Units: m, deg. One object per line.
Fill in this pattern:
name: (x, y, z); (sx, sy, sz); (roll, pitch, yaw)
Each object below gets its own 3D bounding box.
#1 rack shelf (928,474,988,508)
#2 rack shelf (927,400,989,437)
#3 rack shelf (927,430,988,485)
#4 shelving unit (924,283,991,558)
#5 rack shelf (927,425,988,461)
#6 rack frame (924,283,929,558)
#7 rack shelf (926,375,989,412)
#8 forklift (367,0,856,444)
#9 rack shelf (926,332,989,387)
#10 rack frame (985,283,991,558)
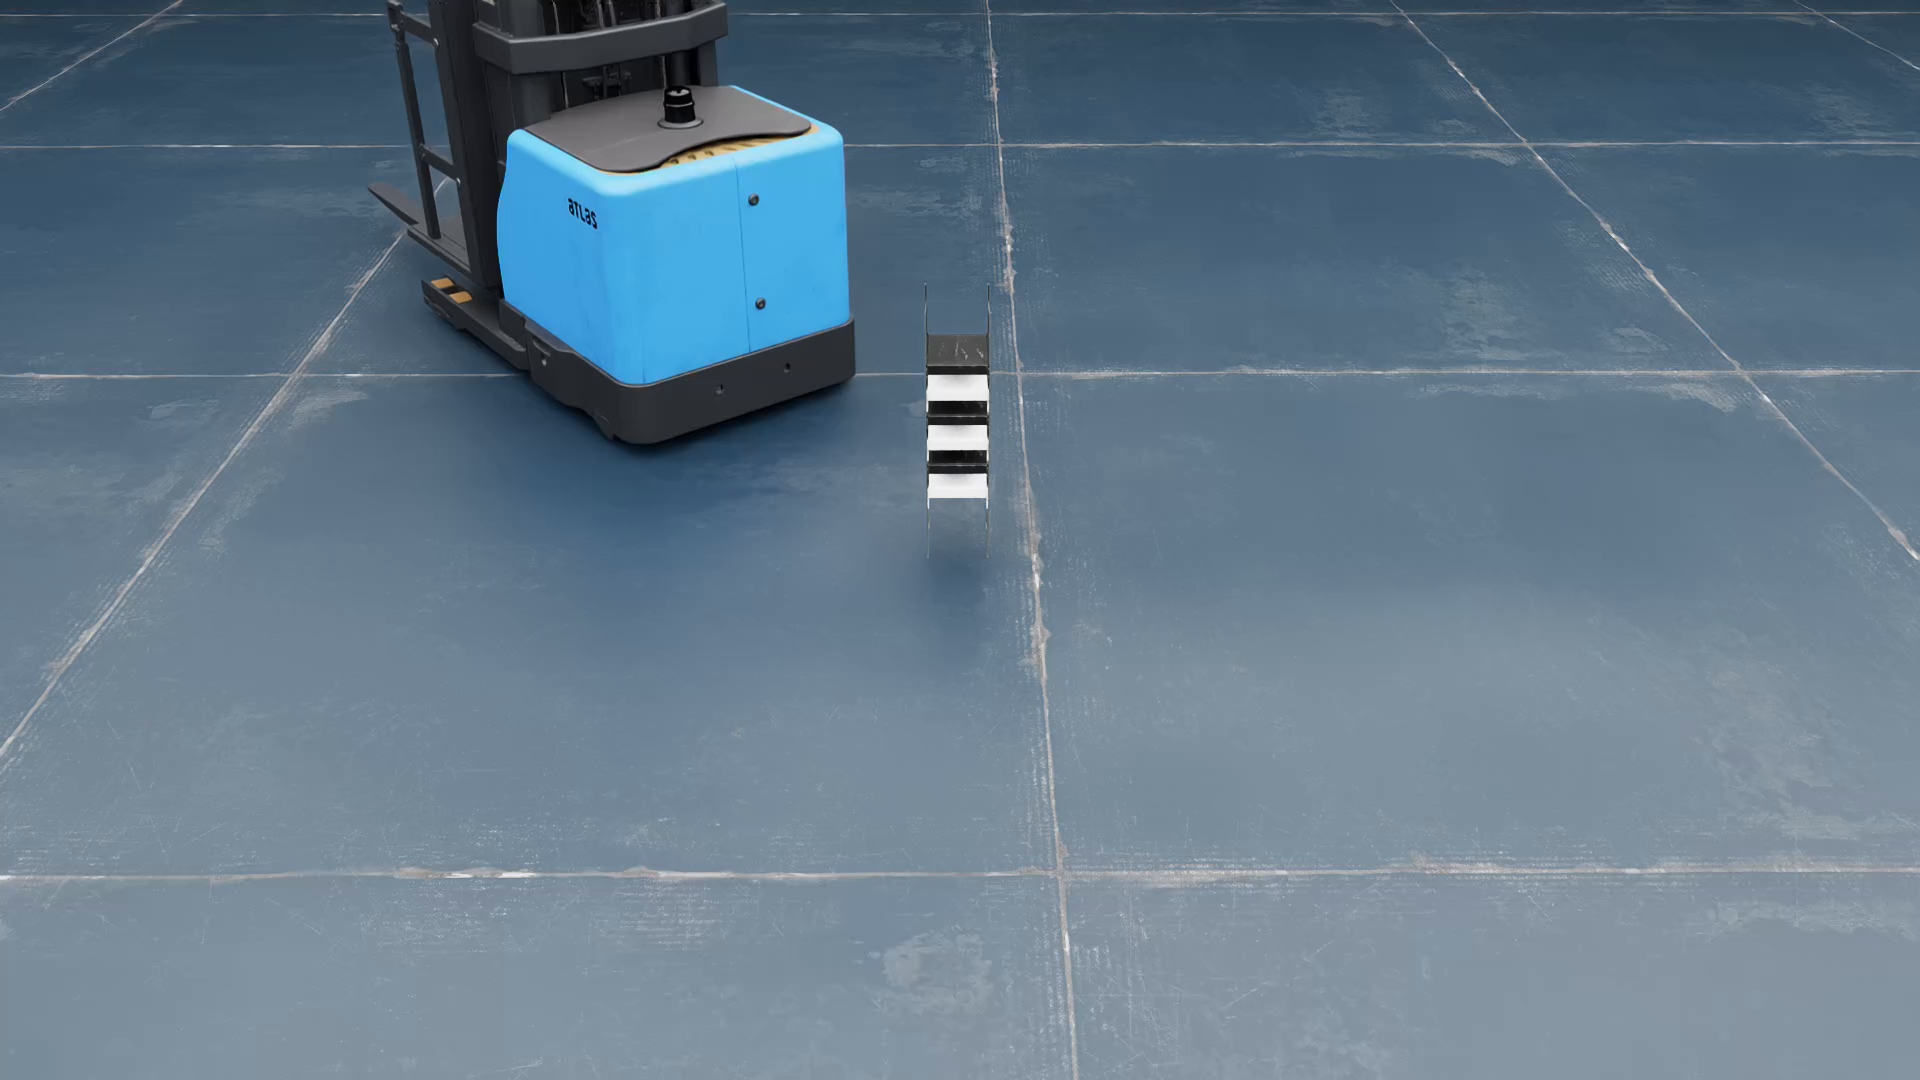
rack shelf: (-0.008, -0.202, 5.627); (0.200, 0.077, 0.258); (0, 31, 0)
rack shelf: (-0.008, -0.433, 5.487); (0.200, 0.077, 0.258); (0, 31, 0)
rack shelf: (-0.008, -0.279, 5.581); (0.200, 0.077, 0.258); (0, 31, 0)
shelving unit: (-0.008, -0.385, 5.517); (0.210, 0.900, 0.258); (0, 31, 0)
rack shelf: (-0.008, -0.356, 5.534); (0.200, 0.077, 0.258); (0, 31, 0)
rack frame: (-0.110, -0.384, 5.516); (0.006, 0.900, 0.240); (0, 31, 0)
rack shelf: (-0.008, -0.510, 5.440); (0.200, 0.077, 0.258); (0, 31, 0)
forklift: (-1.728, -2.310, 6.732); (1.130, 2.935, 3.031); (-22, 38, -32)
rack shelf: (-0.008, -0.587, 5.394); (0.200, 0.077, 0.258); (0, 31, 0)
rack frame: (0.094, -0.385, 5.517); (0.006, 0.900, 0.240); (0, 31, 0)
